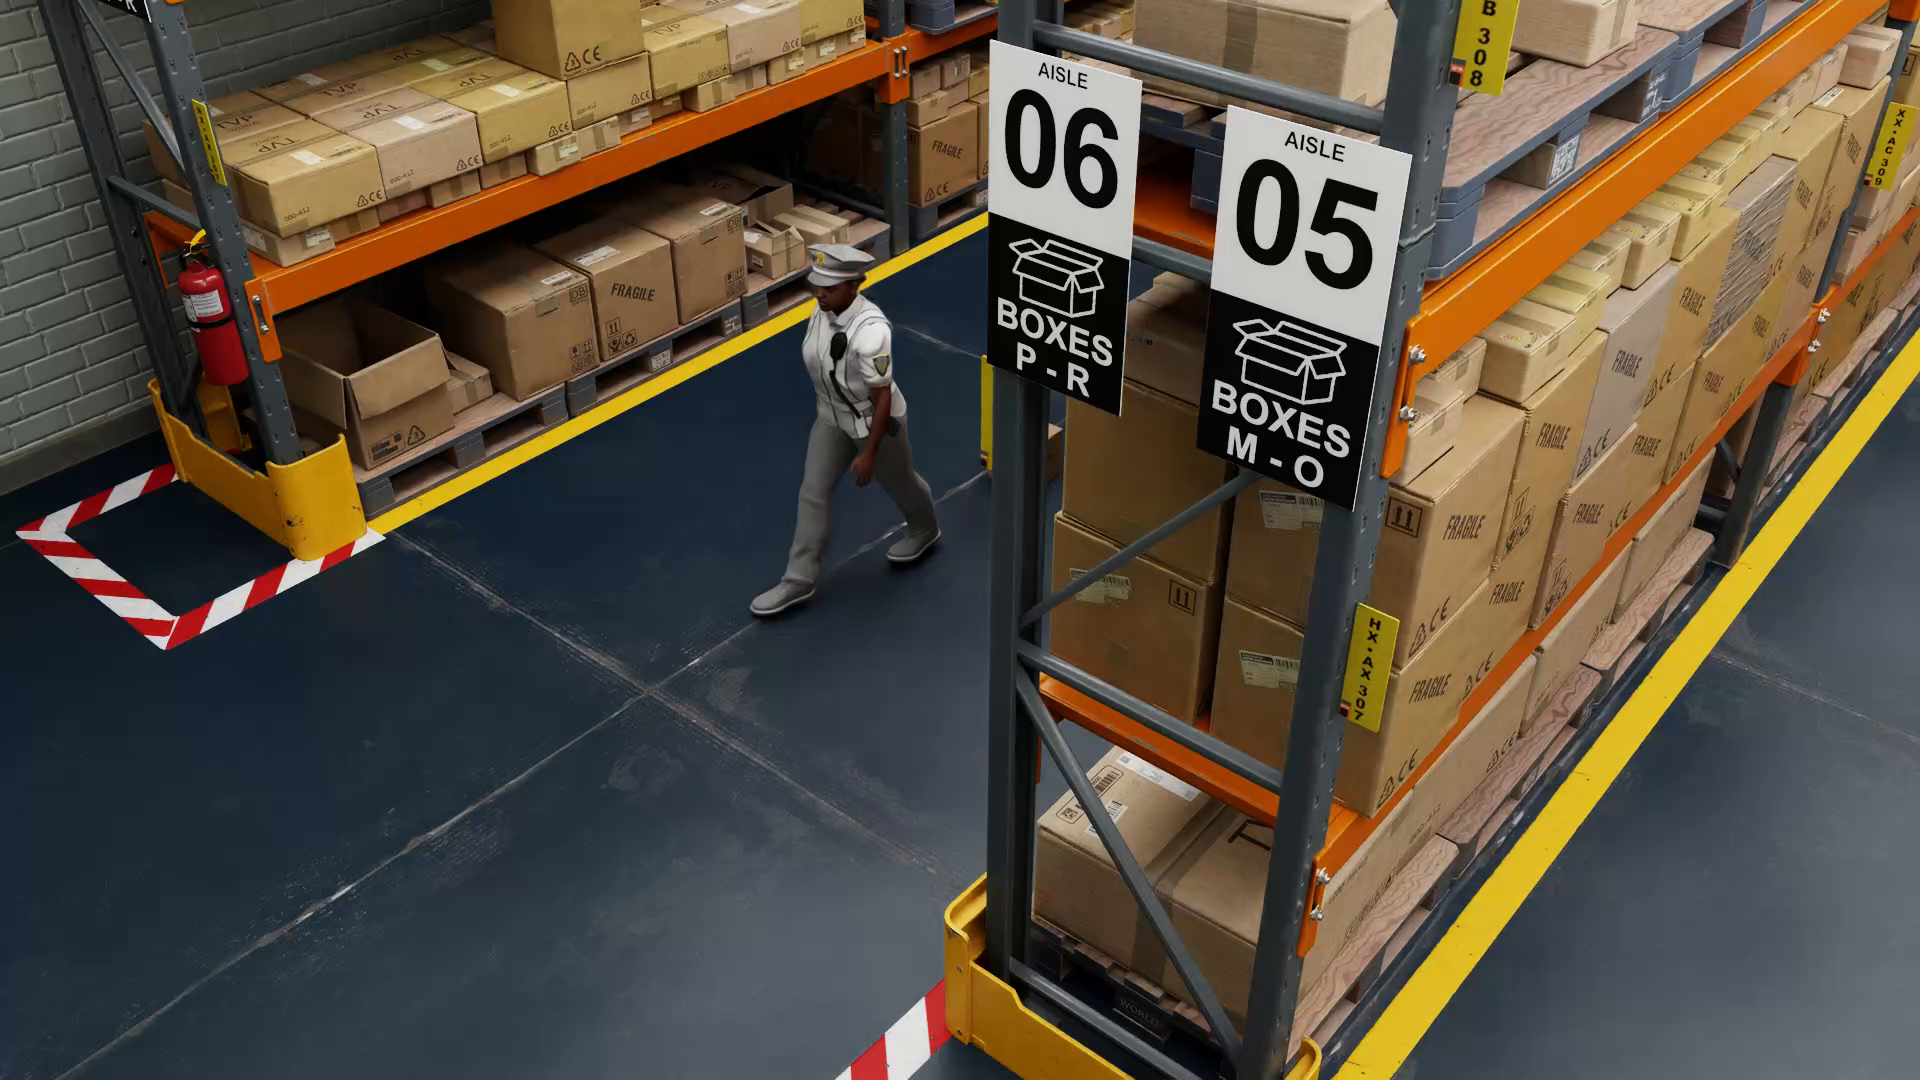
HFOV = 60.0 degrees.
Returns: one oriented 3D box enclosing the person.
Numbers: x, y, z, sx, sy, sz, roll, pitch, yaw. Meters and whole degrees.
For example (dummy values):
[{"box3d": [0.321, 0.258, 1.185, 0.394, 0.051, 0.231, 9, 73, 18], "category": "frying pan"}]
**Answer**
[{"box3d": [-0.440, -0.477, 6.790, 0.440, 1.617, 0.966, 28, 44, 34], "category": "person"}]
